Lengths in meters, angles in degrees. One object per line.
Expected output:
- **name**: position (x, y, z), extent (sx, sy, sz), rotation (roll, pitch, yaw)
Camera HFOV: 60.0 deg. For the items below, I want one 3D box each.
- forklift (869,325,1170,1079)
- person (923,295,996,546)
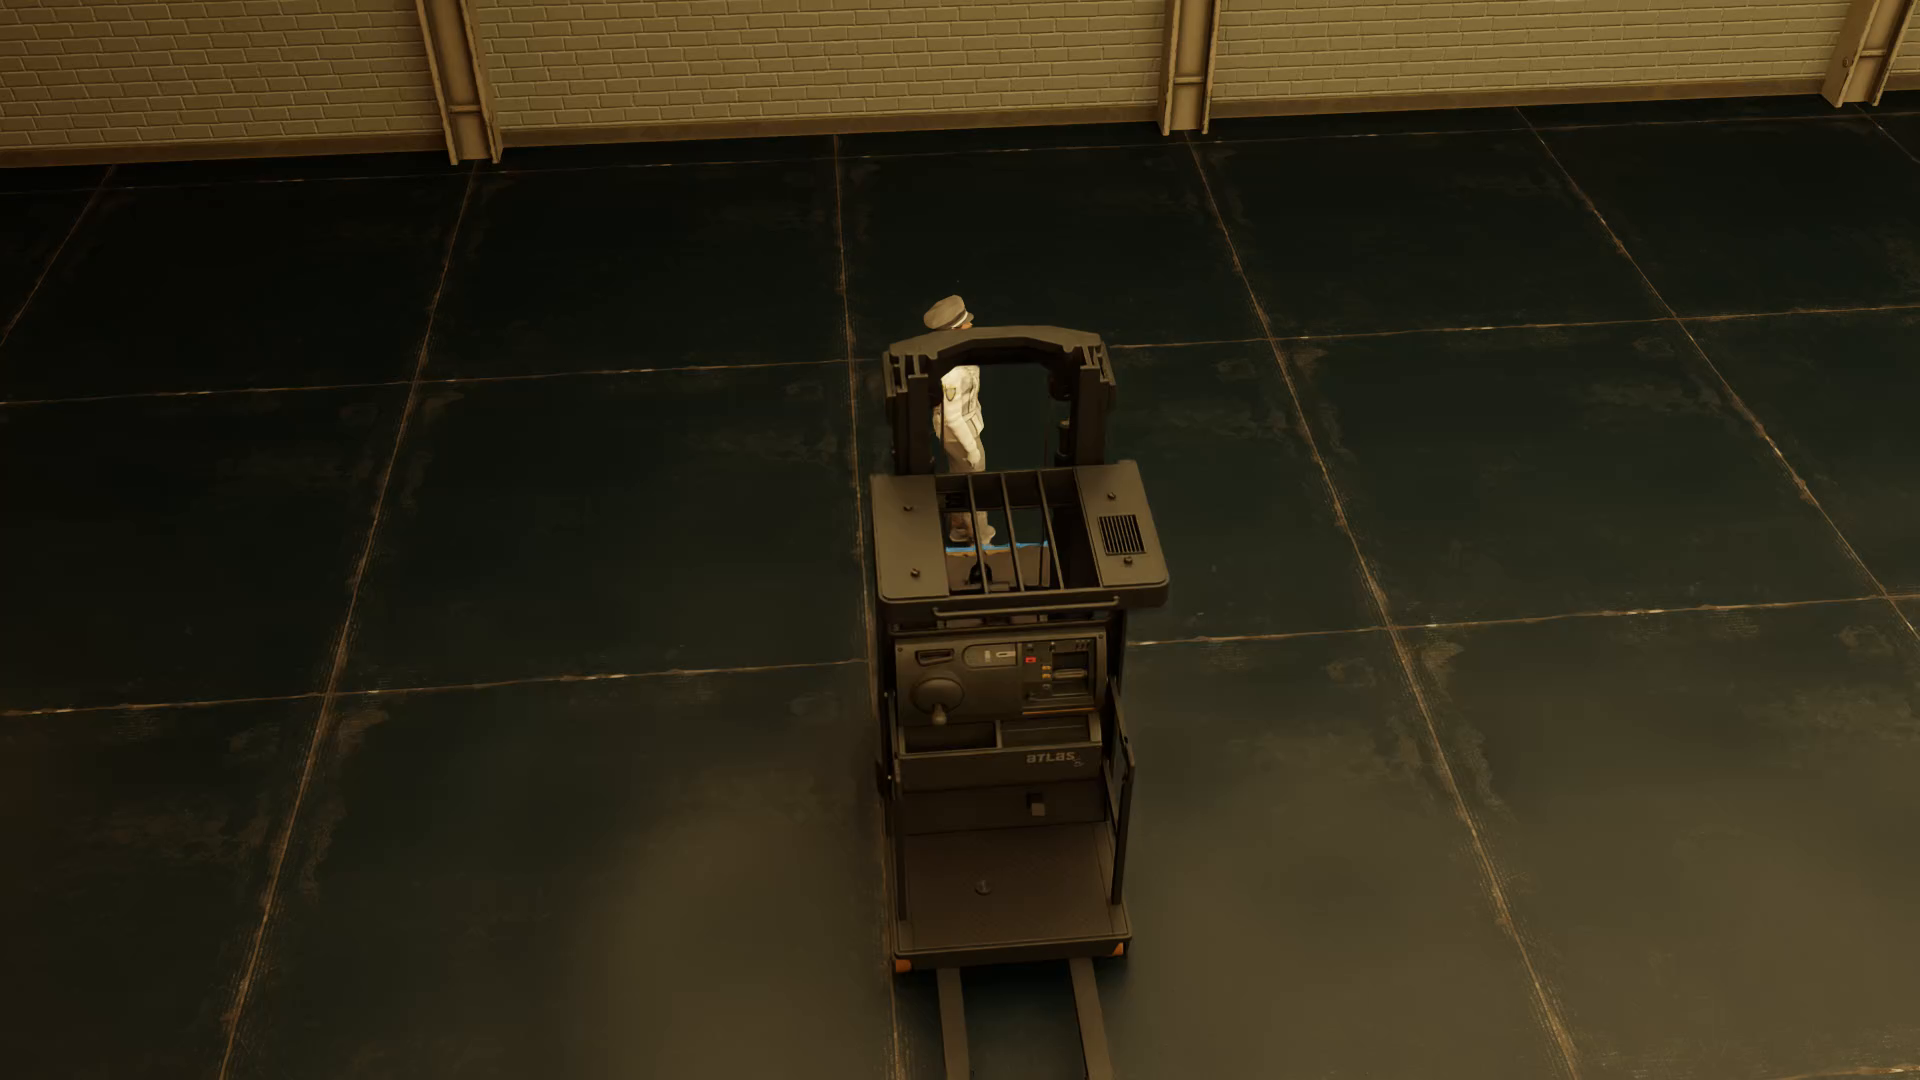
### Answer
- **forklift**: position (0.203, 0.682, 7.141), extent (1.130, 2.935, 3.031), rotation (-3, 41, -4)
- **person**: position (0.069, -0.649, 9.637), extent (0.531, 1.695, 0.588), rotation (-3, 41, -4)
